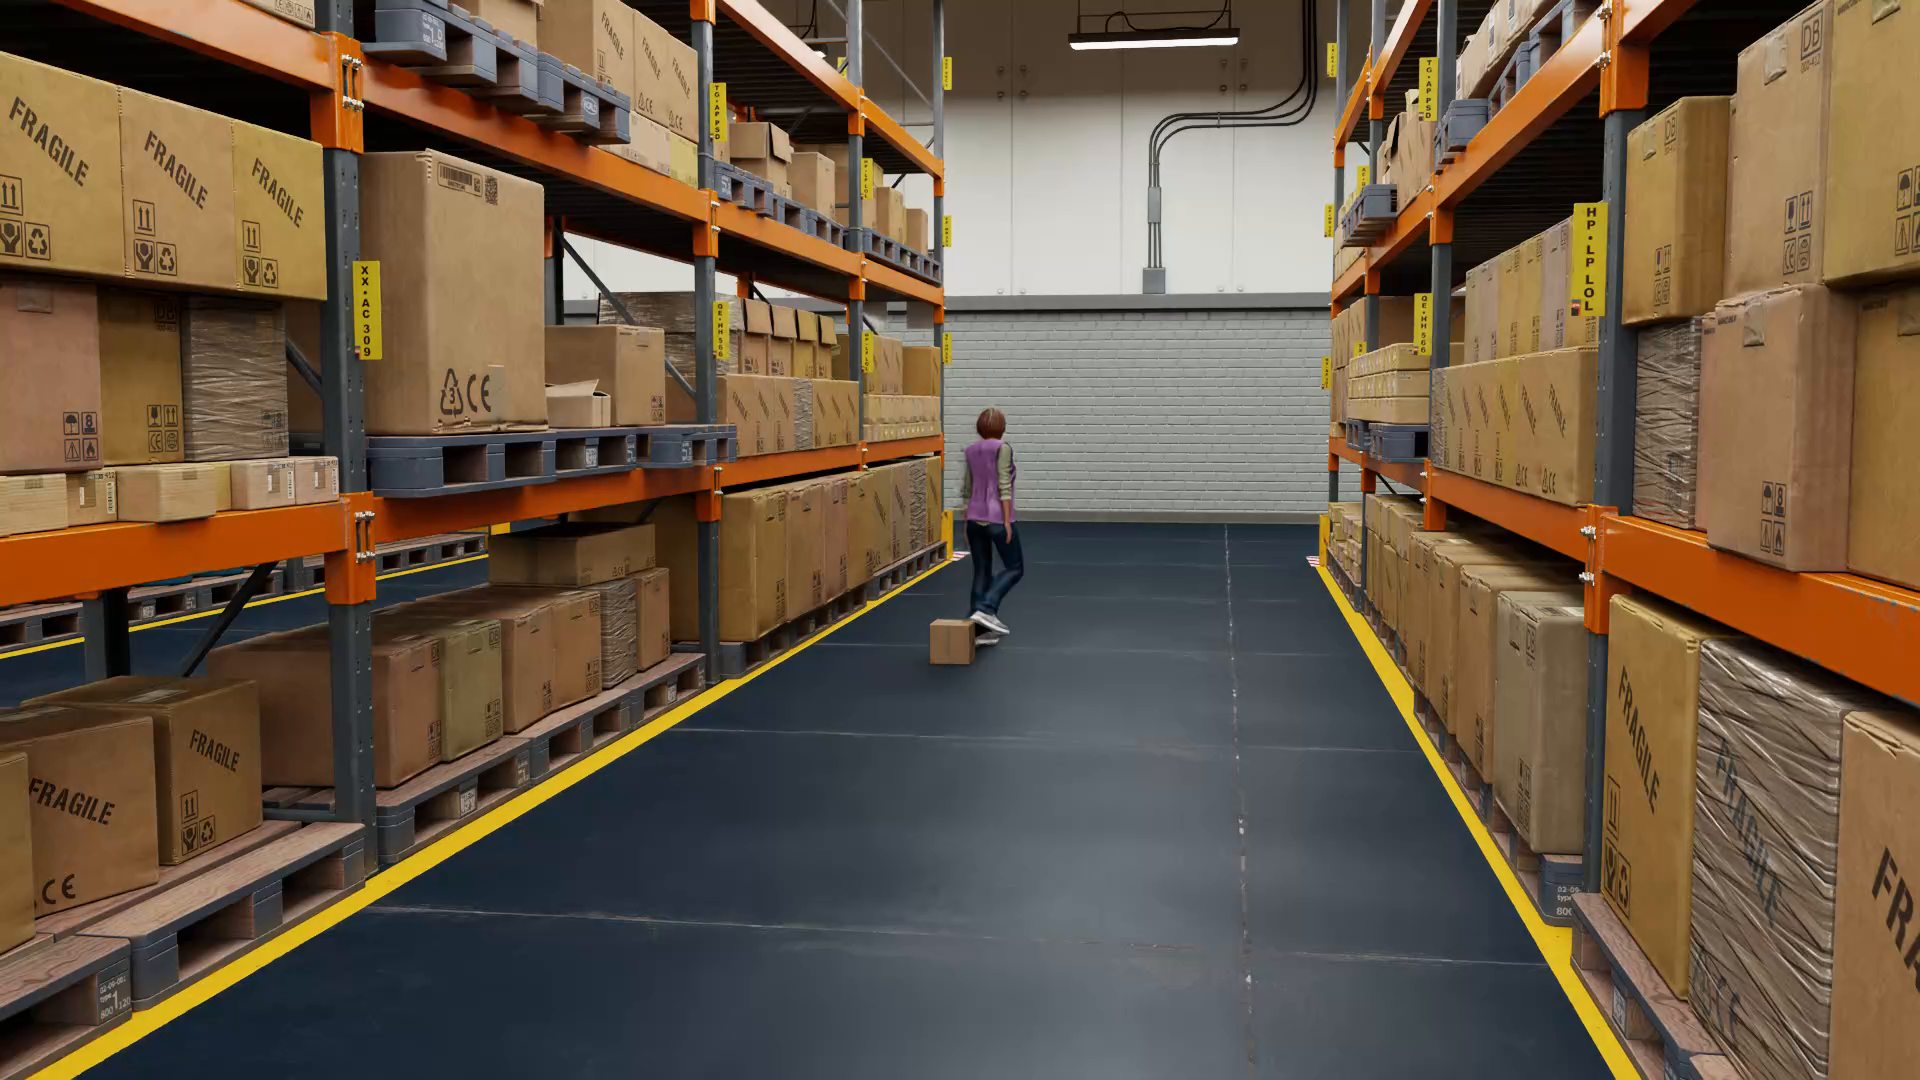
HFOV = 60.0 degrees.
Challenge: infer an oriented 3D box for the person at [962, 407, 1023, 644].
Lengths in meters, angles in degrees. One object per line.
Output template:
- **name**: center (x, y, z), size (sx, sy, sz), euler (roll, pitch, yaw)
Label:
- **person**: center (0.178, -0.092, 11.134), size (0.472, 1.589, 0.456), euler (4, 6, 39)
